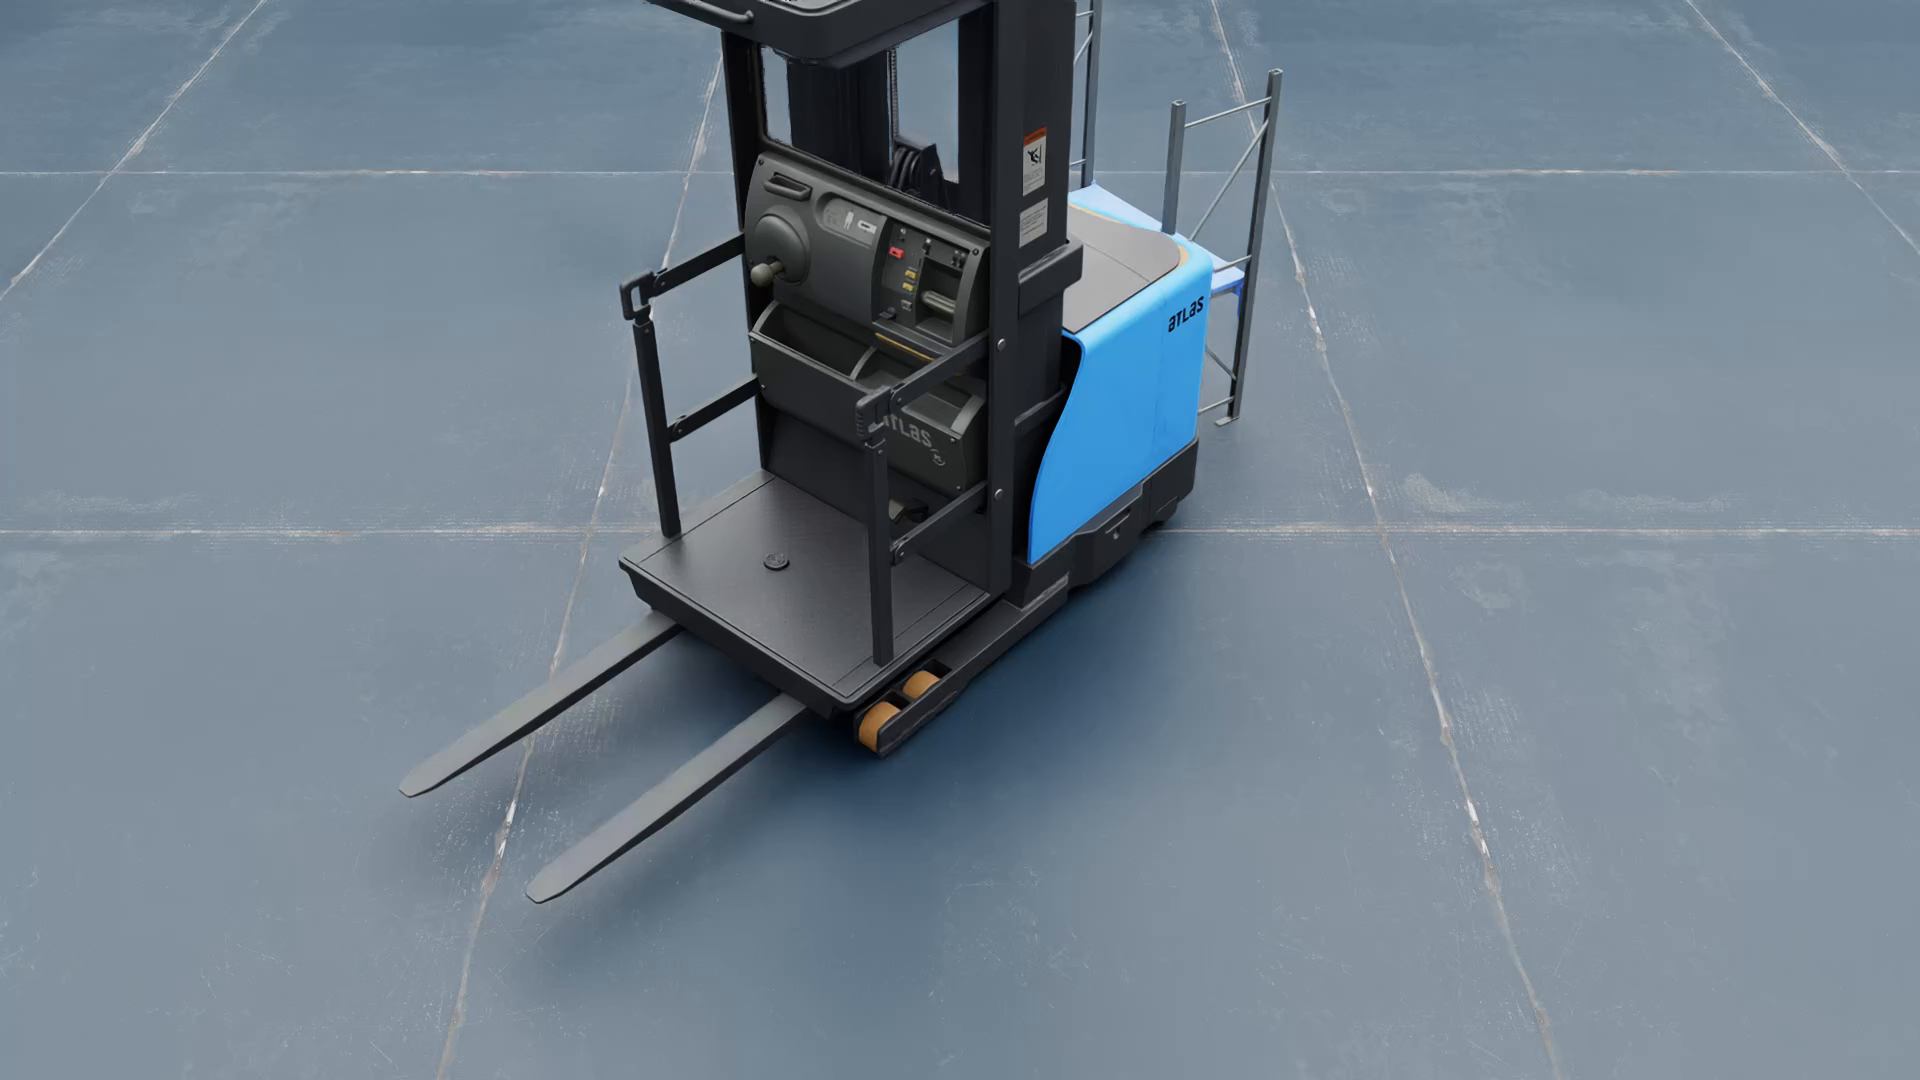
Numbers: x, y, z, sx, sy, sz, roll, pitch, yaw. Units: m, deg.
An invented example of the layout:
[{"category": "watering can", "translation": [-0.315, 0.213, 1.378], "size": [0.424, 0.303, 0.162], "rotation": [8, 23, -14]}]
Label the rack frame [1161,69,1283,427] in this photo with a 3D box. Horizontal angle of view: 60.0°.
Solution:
[{"category": "rack frame", "translation": [0.943, -1.007, 6.308], "size": [0.500, 1.500, 0.032], "rotation": [-24, 44, -27]}]

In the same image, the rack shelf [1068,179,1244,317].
[{"category": "rack shelf", "translation": [0.650, -1.126, 6.744], "size": [0.538, 0.185, 1.000], "rotation": [-24, 44, -27]}]

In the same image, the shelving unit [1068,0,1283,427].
[{"category": "shelving unit", "translation": [0.650, -1.267, 6.632], "size": [0.538, 1.500, 1.048], "rotation": [-24, 44, -27]}]

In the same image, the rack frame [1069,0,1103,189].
[{"category": "rack frame", "translation": [0.356, -1.526, 6.955], "size": [0.500, 1.500, 0.032], "rotation": [-24, 44, -27]}]

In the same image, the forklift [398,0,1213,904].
[{"category": "forklift", "translation": [-0.442, -0.810, 4.917], "size": [1.130, 2.935, 3.031], "rotation": [28, 47, 31]}]
